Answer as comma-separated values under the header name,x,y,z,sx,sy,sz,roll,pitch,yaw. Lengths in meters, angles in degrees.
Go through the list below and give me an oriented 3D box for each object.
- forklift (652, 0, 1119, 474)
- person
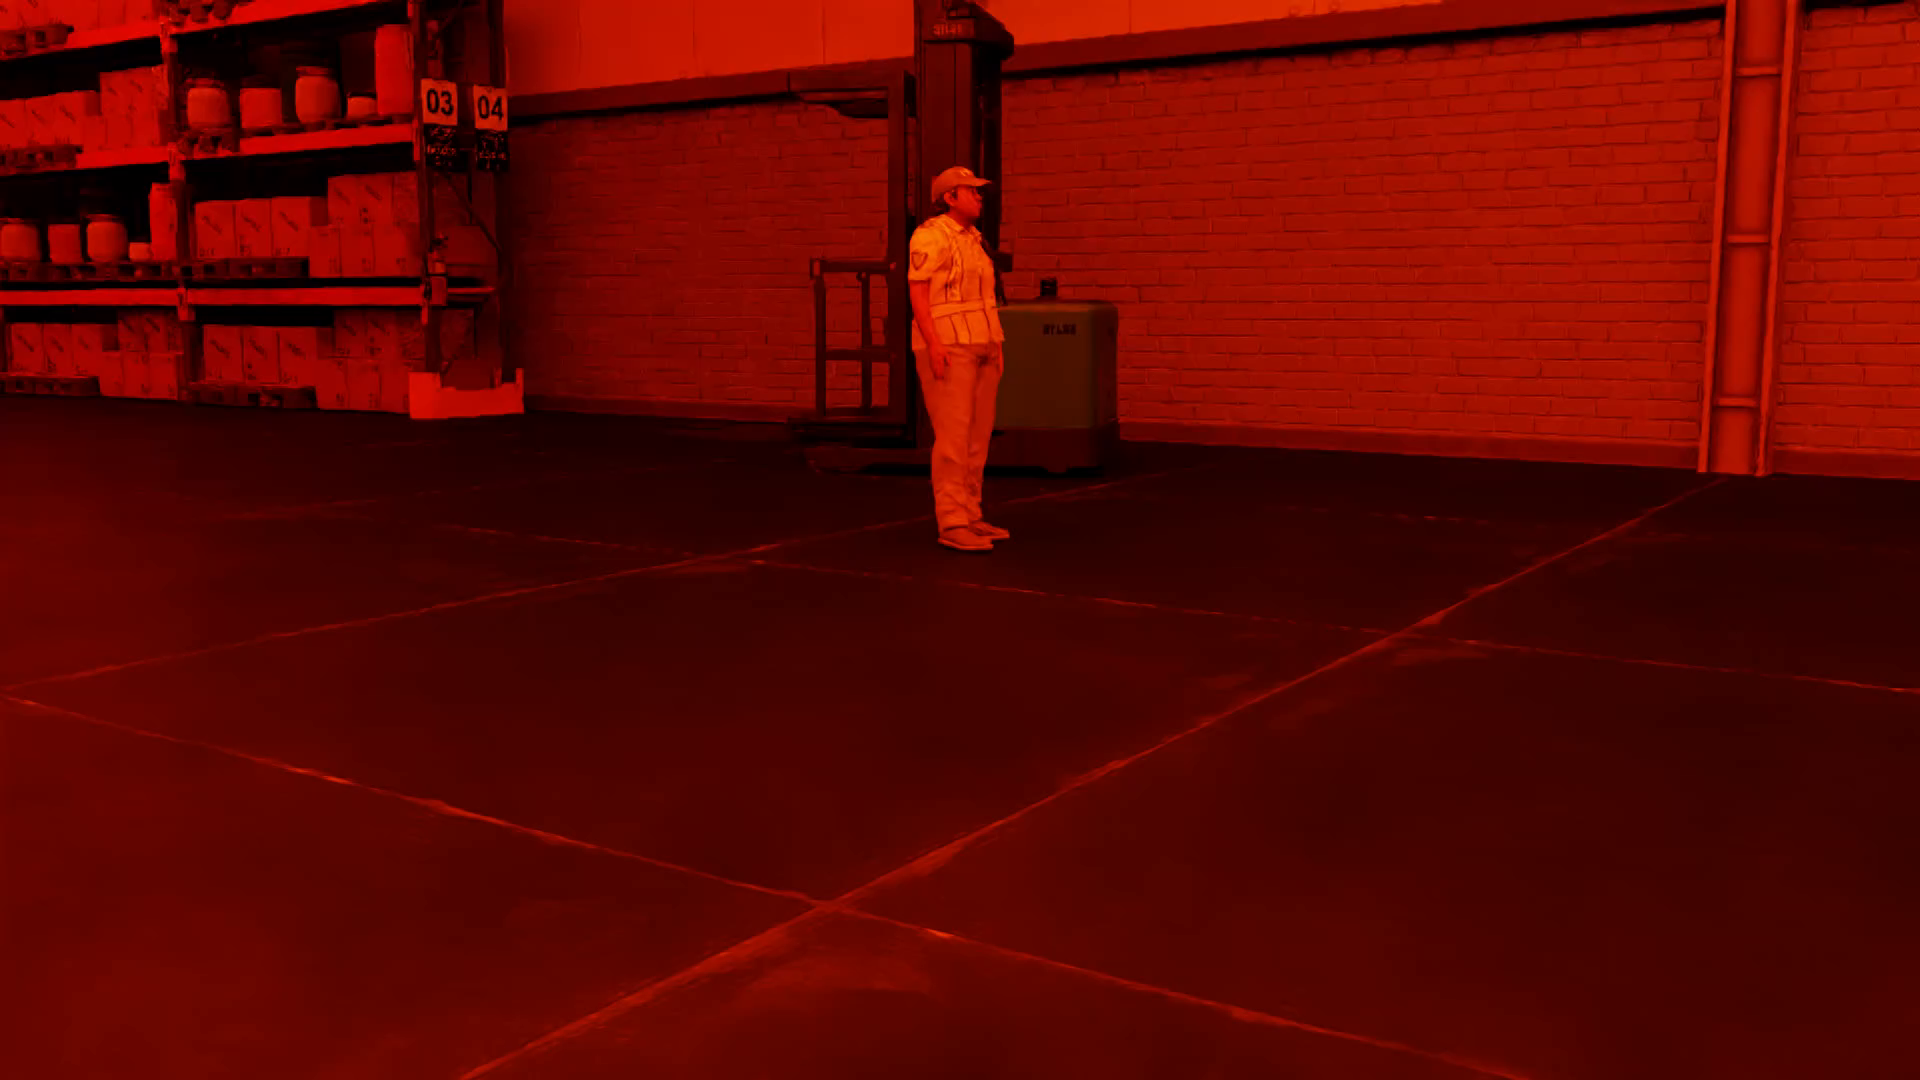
name,x,y,z,sx,sy,sz,roll,pitch,yaw
forklift,-0.512,-1.948,10.889,3.031,2.935,1.130,2,8,14
person,0.051,-0.823,7.424,0.529,1.669,0.598,5,10,34
